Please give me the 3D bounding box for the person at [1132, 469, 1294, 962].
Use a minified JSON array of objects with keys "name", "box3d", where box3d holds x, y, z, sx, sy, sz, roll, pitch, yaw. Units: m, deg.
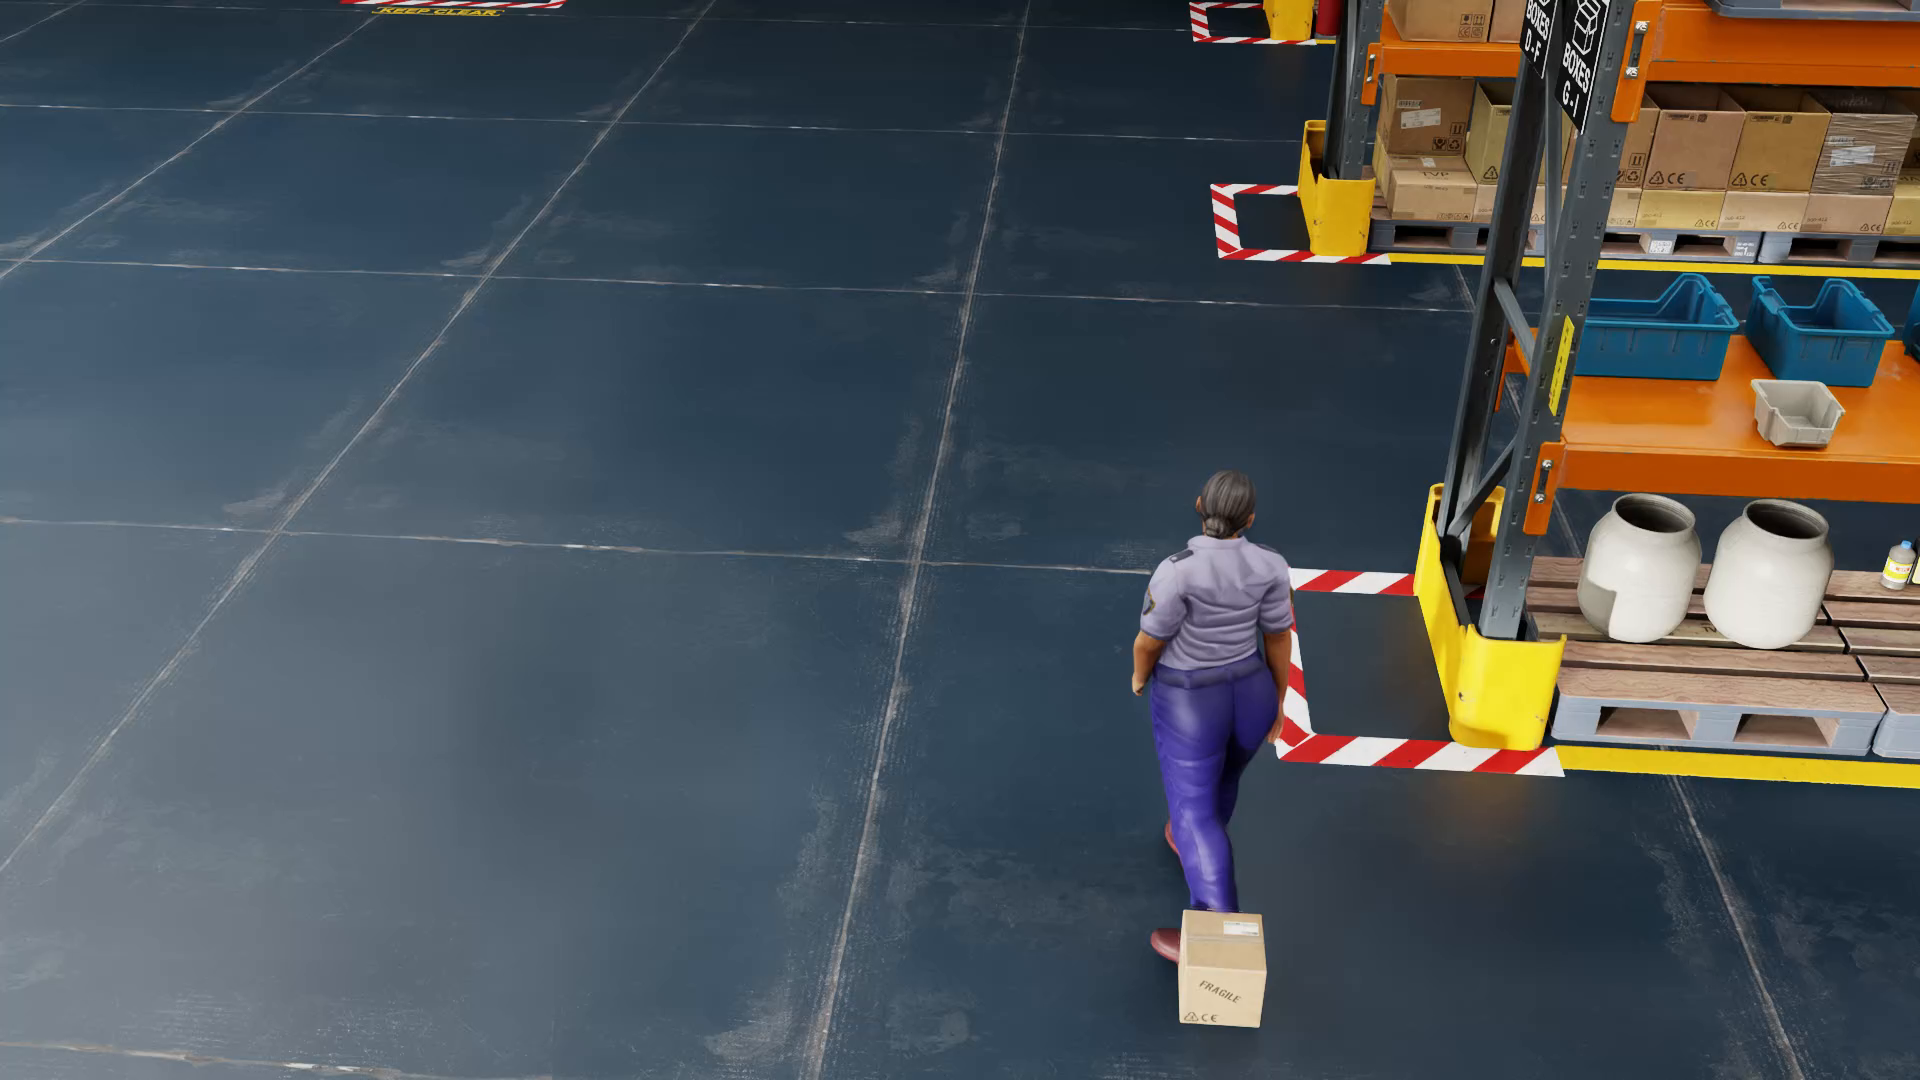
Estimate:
[{"name":"person","box3d":[0.798,0.538,5.288,0.511,1.630,0.696,-13,34,-19]}]
